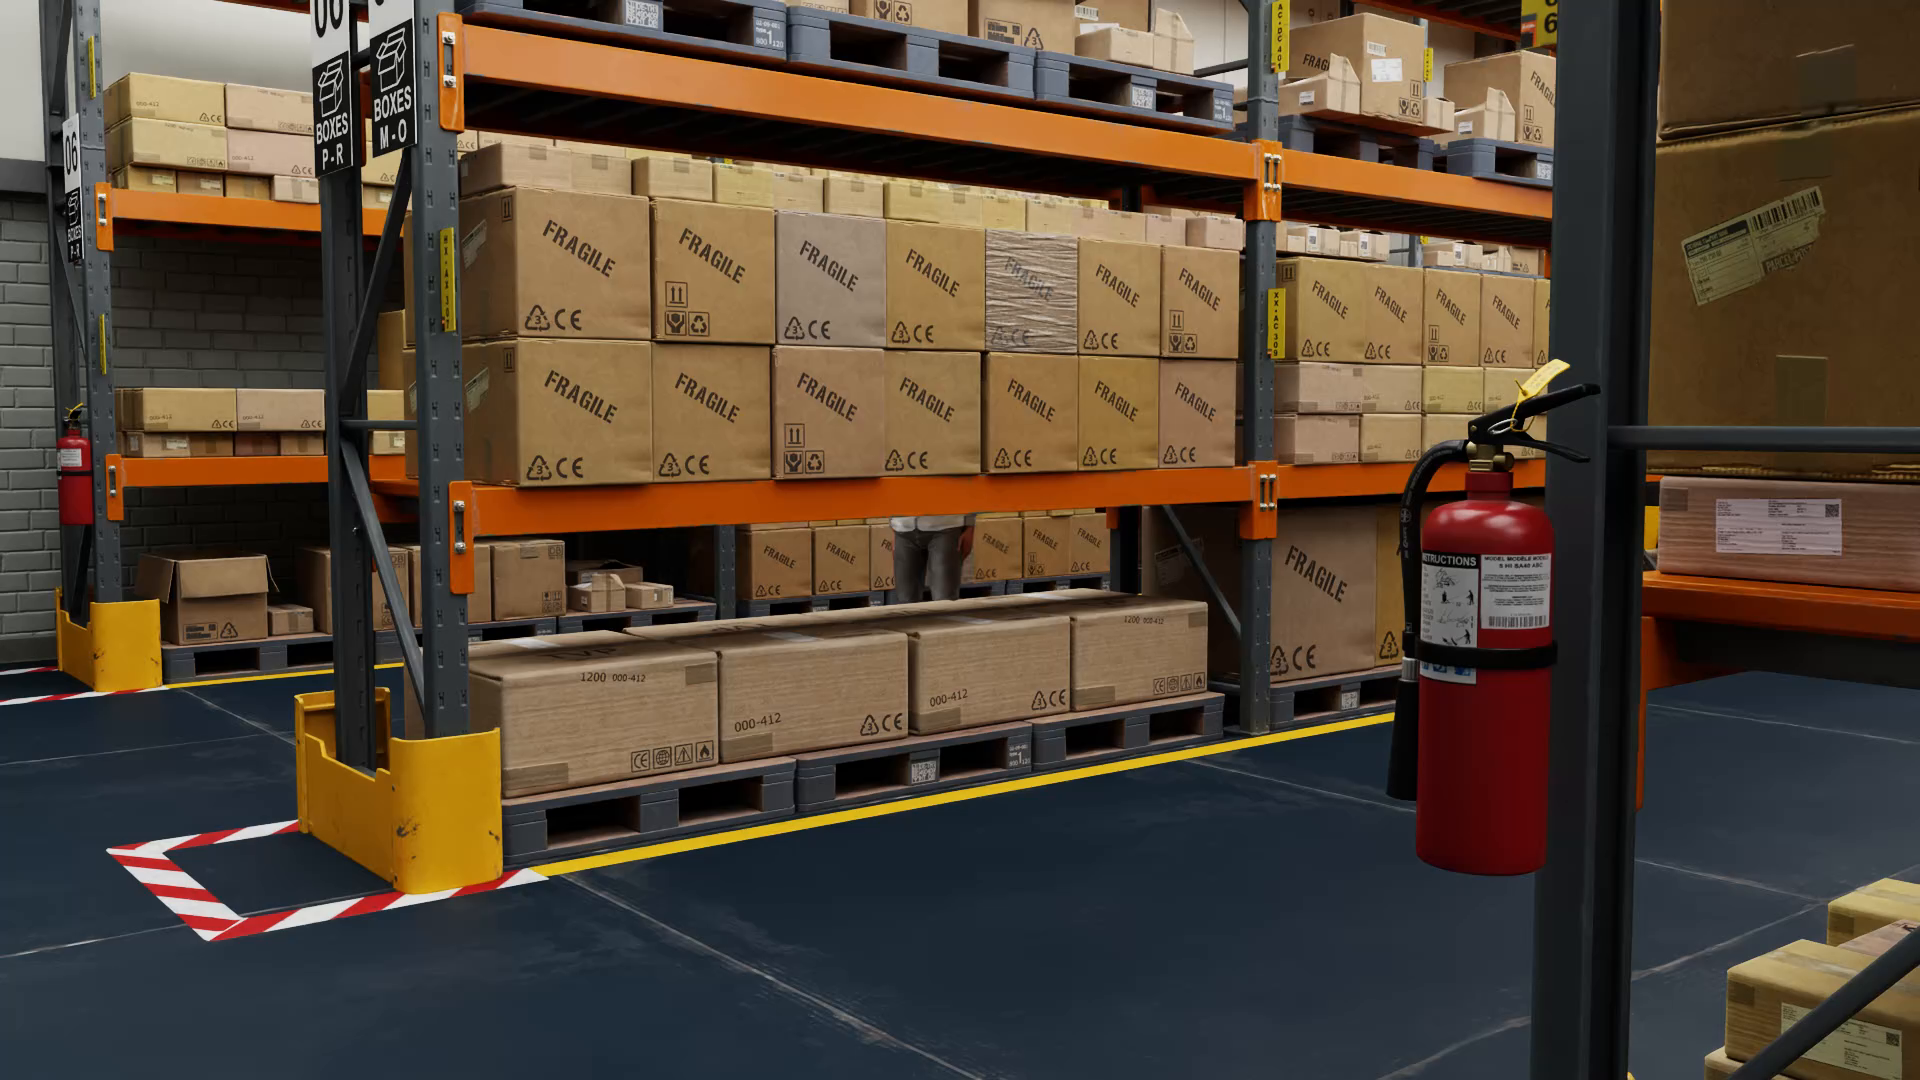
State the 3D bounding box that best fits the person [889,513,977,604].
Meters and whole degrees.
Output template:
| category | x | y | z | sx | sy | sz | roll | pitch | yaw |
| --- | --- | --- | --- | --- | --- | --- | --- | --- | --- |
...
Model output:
| category | x | y | z | sx | sy | sz | roll | pitch | yaw |
| --- | --- | --- | --- | --- | --- | --- | --- | --- | --- |
| person | -0.180 | -0.047 | 9.362 | 0.554 | 1.772 | 0.589 | 2 | 5 | 24 |
